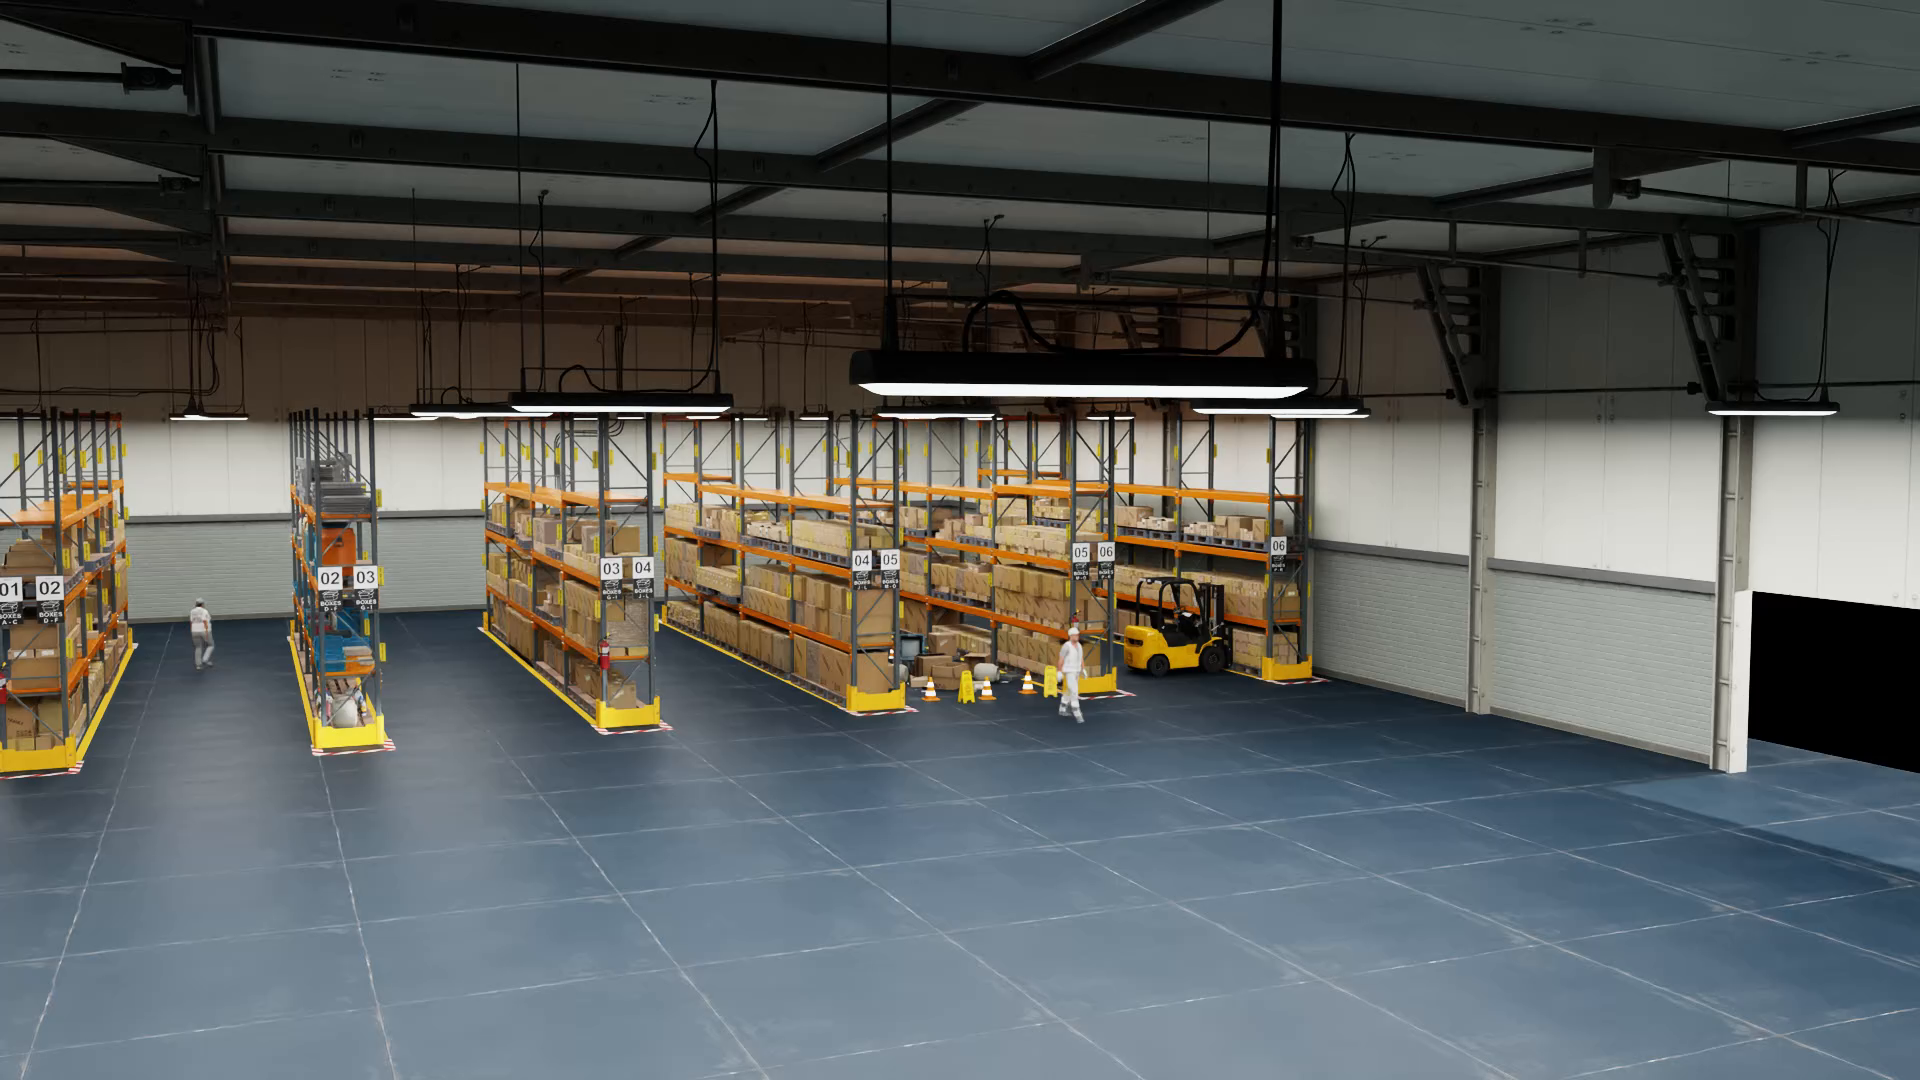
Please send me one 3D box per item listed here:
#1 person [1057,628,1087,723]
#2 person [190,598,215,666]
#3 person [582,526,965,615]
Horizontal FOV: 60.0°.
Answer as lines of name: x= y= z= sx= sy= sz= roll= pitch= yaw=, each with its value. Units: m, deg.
person: x=2.201 y=2.589 z=32.153 sx=0.828 sy=1.794 sz=0.579 roll=3 pitch=5 yaw=40
person: x=-17.688 y=2.136 z=38.752 sx=0.502 sy=1.569 sz=0.468 roll=0 pitch=4 yaw=-4
person: x=-3.549 y=1.044 z=40.439 sx=1.714 sy=3.691 sz=17.570 roll=2 pitch=5 yaw=29
